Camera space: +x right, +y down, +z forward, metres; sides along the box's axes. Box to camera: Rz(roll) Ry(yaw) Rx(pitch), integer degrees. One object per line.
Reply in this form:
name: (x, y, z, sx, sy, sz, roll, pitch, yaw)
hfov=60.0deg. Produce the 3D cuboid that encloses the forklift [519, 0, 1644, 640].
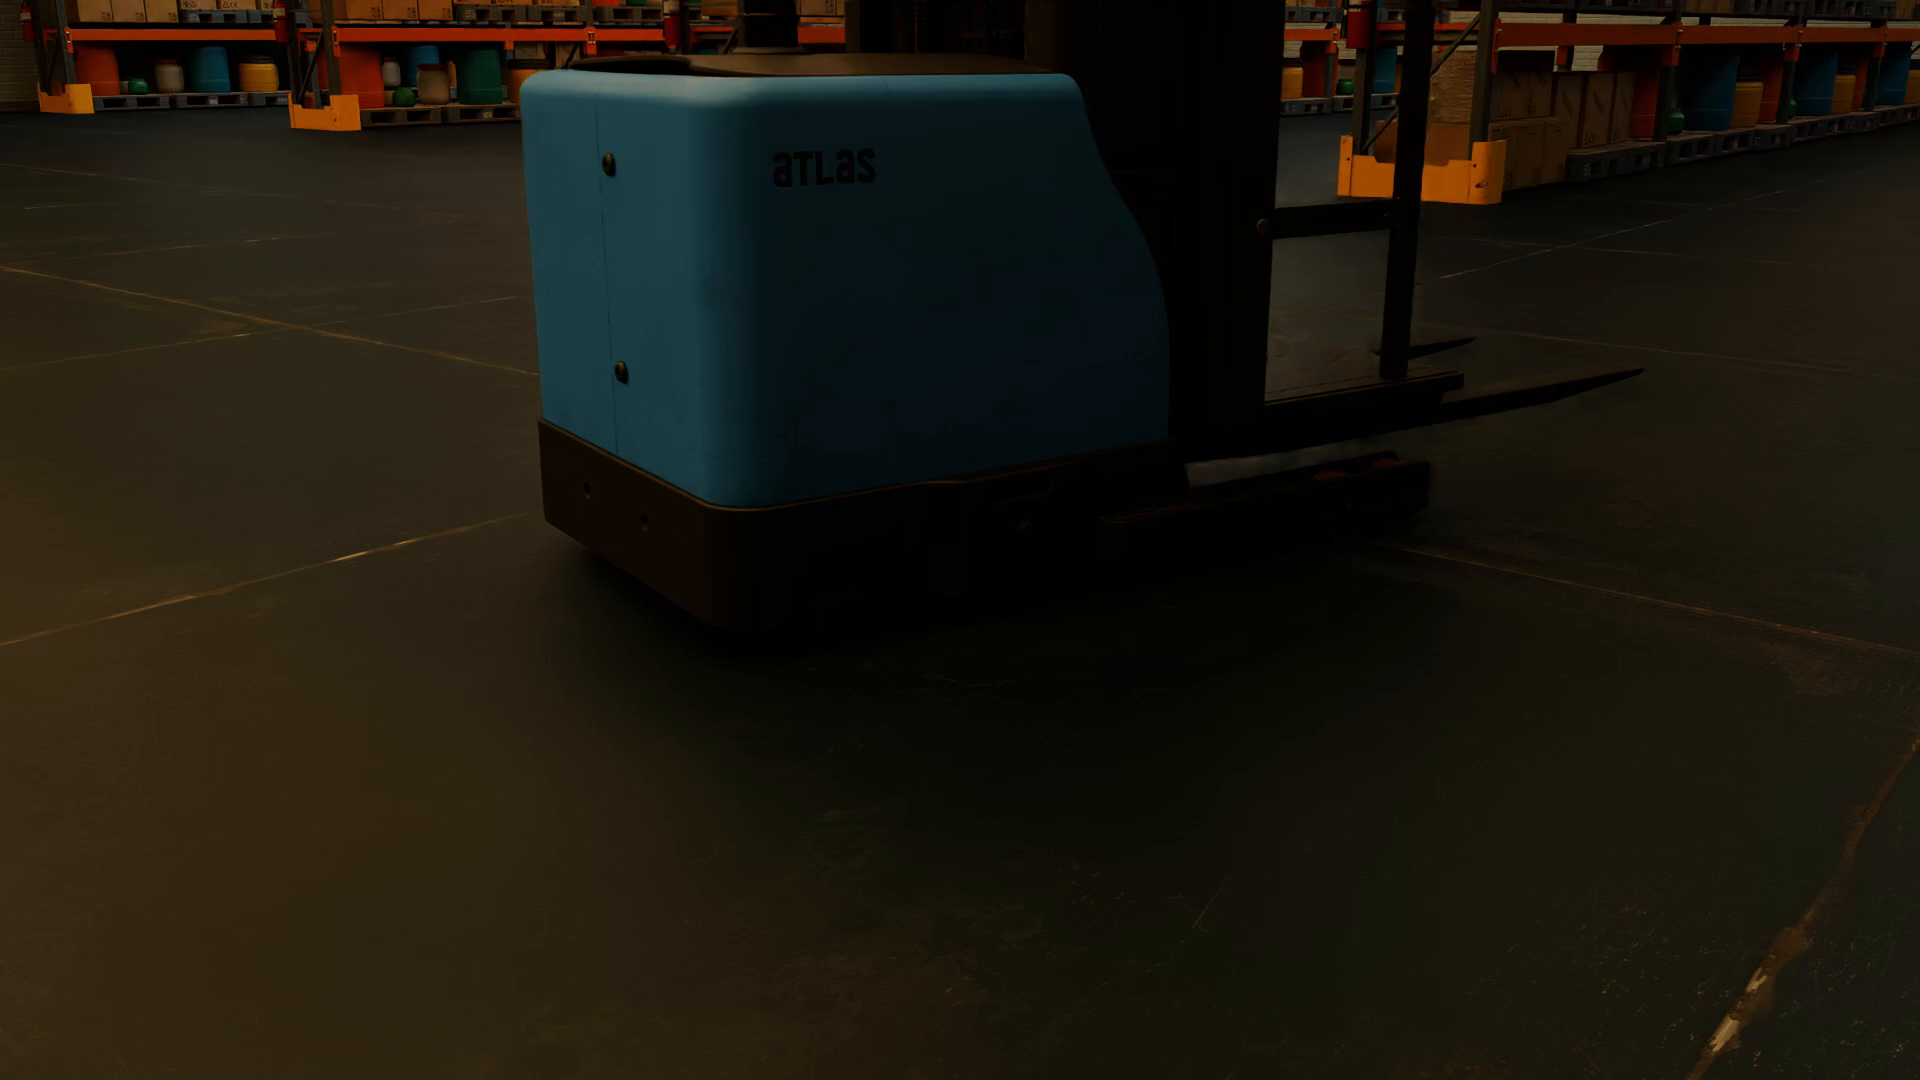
forklift: (0.539, -1.520, 3.902, 3.031, 2.935, 1.130, -11, 20, -32)
